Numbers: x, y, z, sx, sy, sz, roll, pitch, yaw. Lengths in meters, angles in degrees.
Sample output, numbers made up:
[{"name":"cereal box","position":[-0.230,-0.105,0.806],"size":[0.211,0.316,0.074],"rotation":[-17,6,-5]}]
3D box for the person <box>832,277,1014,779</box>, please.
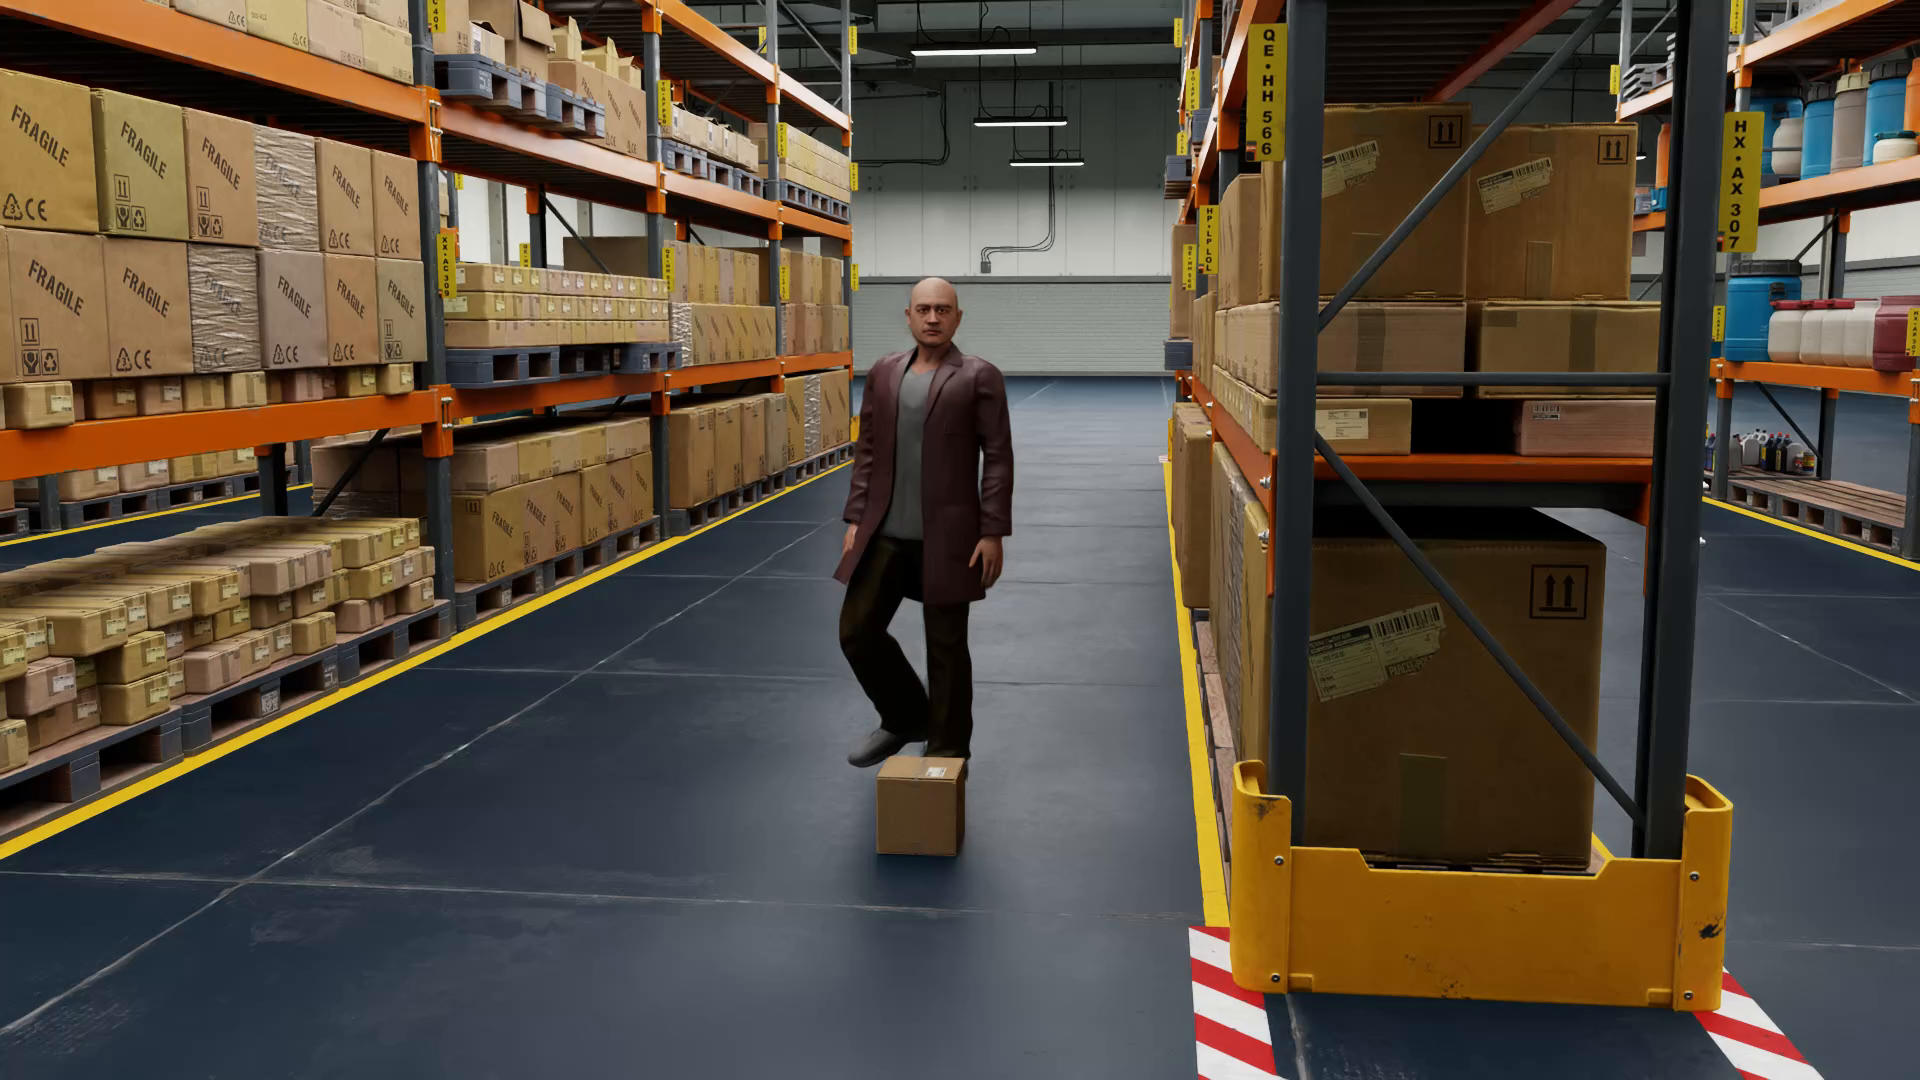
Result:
[{"name":"person","position":[-0.120,-0.020,5.823],"size":[0.628,1.781,0.476],"rotation":[3,8,23]}]
